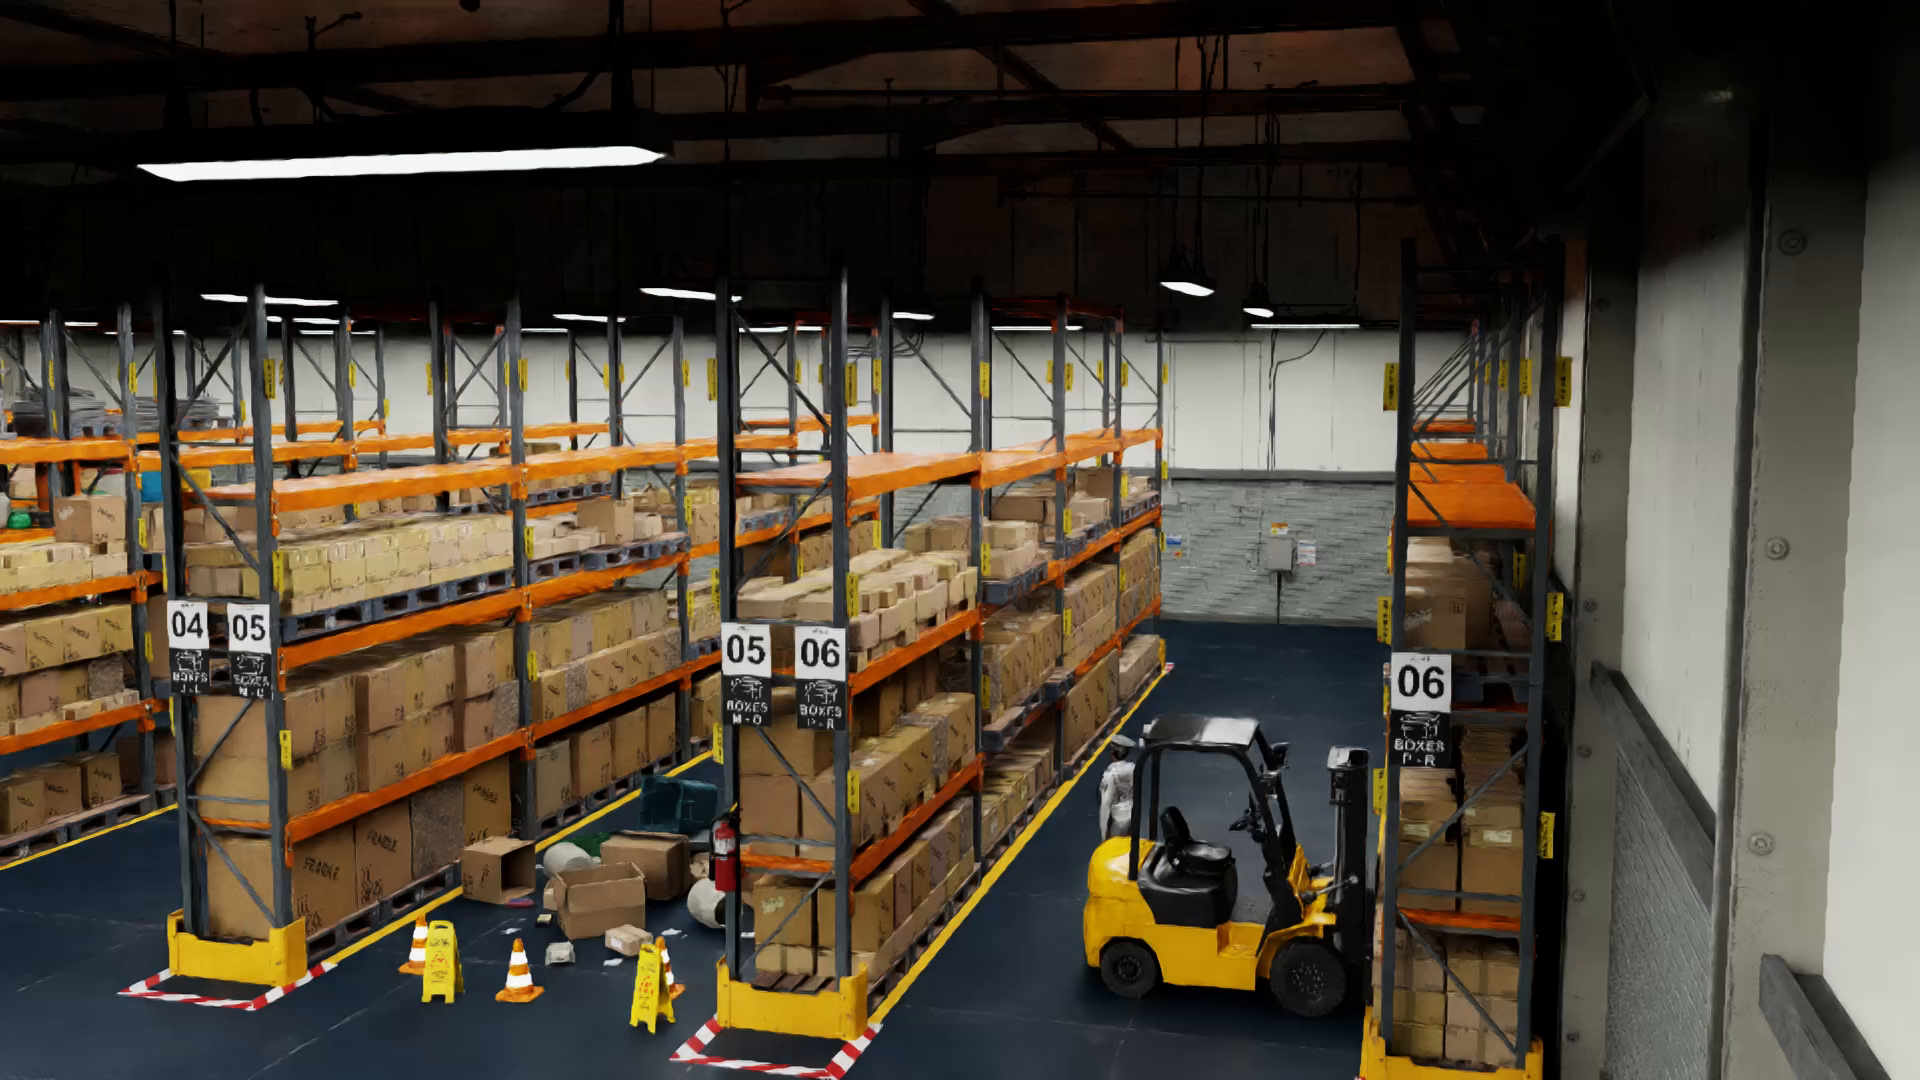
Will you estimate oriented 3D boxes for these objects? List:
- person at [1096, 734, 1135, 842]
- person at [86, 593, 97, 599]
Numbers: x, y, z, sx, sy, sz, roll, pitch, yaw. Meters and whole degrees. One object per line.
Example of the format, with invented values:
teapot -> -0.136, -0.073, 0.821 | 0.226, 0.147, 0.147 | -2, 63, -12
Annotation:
person -> 1.464, 2.666, 15.687 | 0.525, 1.673, 0.459 | -6, 9, -45
person -> -14.157, 1.360, 27.557 | 0.580, 1.763, 0.673 | 5, 8, 40
